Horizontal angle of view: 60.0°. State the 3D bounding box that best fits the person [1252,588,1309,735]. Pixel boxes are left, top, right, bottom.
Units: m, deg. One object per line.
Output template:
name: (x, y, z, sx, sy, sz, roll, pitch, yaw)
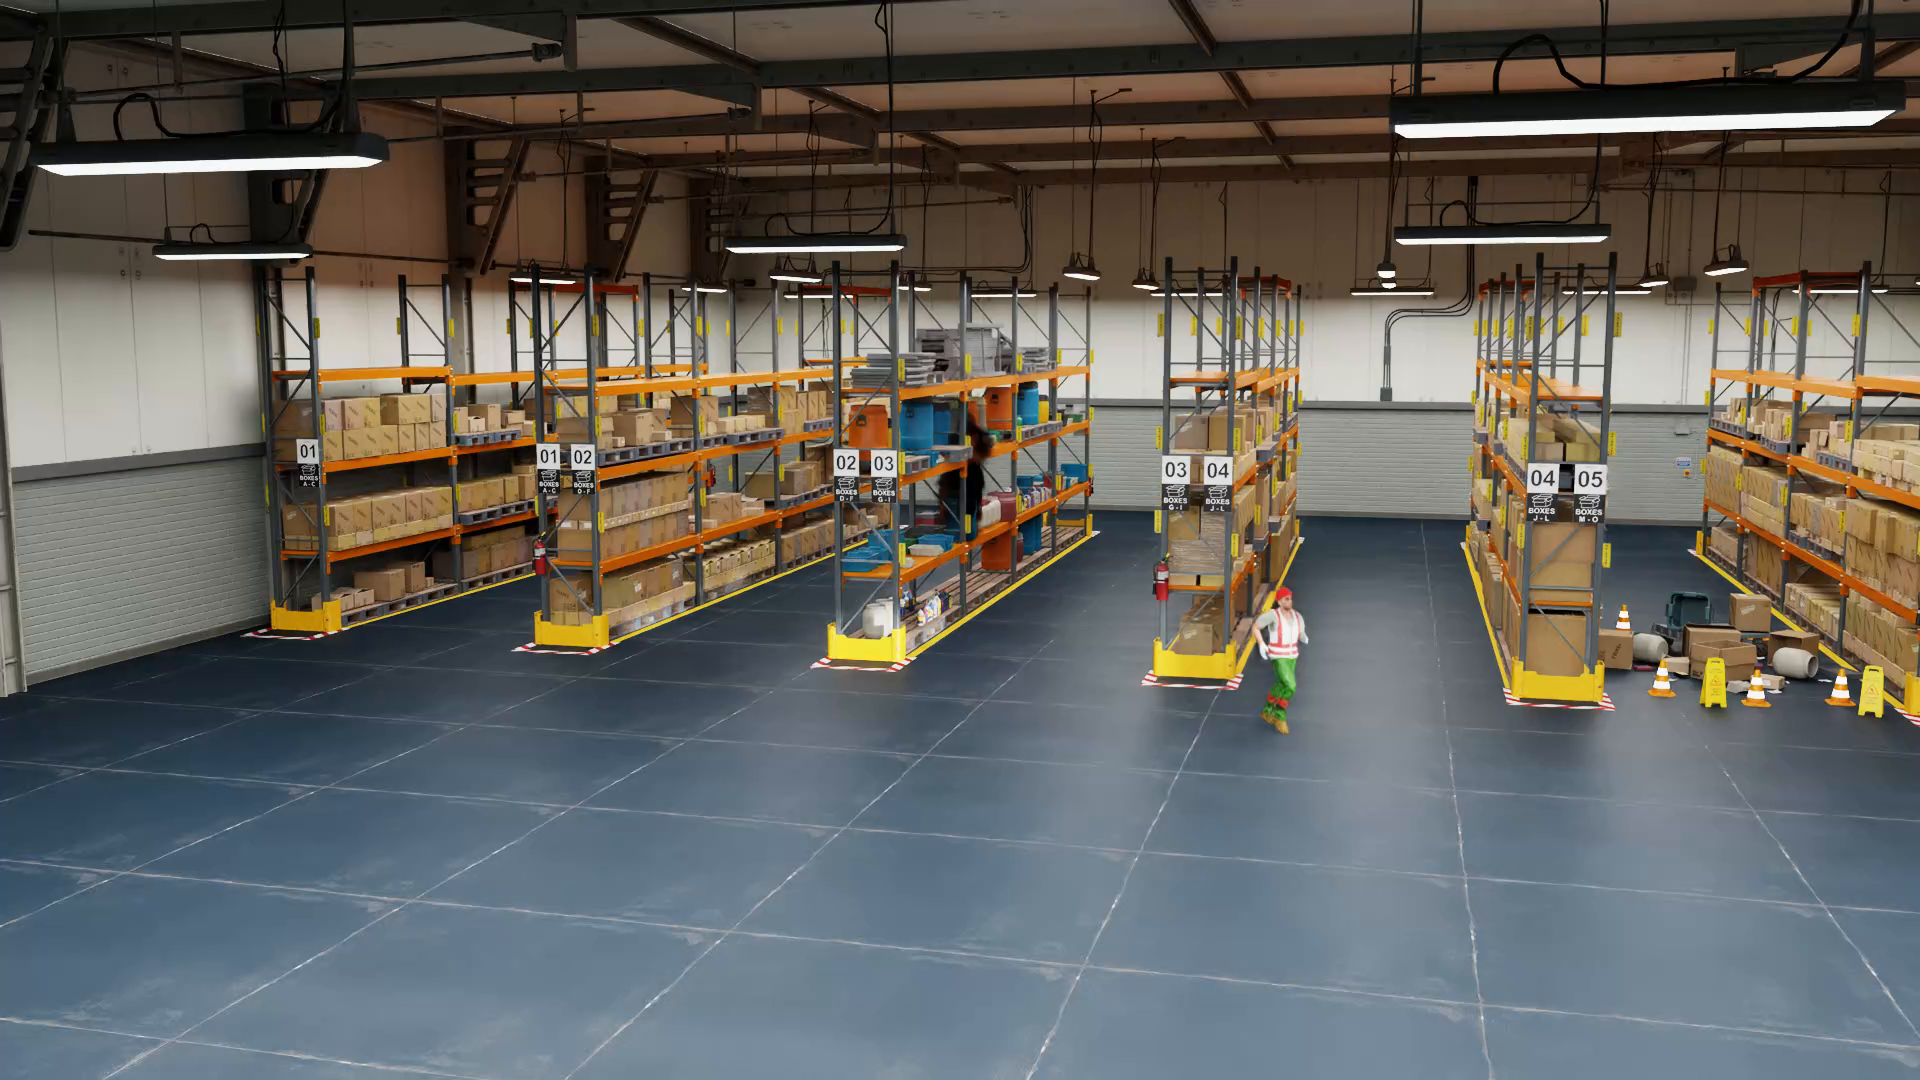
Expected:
person: (4.038, 1.490, 20.771, 0.633, 1.818, 0.739, -5, 9, -33)
